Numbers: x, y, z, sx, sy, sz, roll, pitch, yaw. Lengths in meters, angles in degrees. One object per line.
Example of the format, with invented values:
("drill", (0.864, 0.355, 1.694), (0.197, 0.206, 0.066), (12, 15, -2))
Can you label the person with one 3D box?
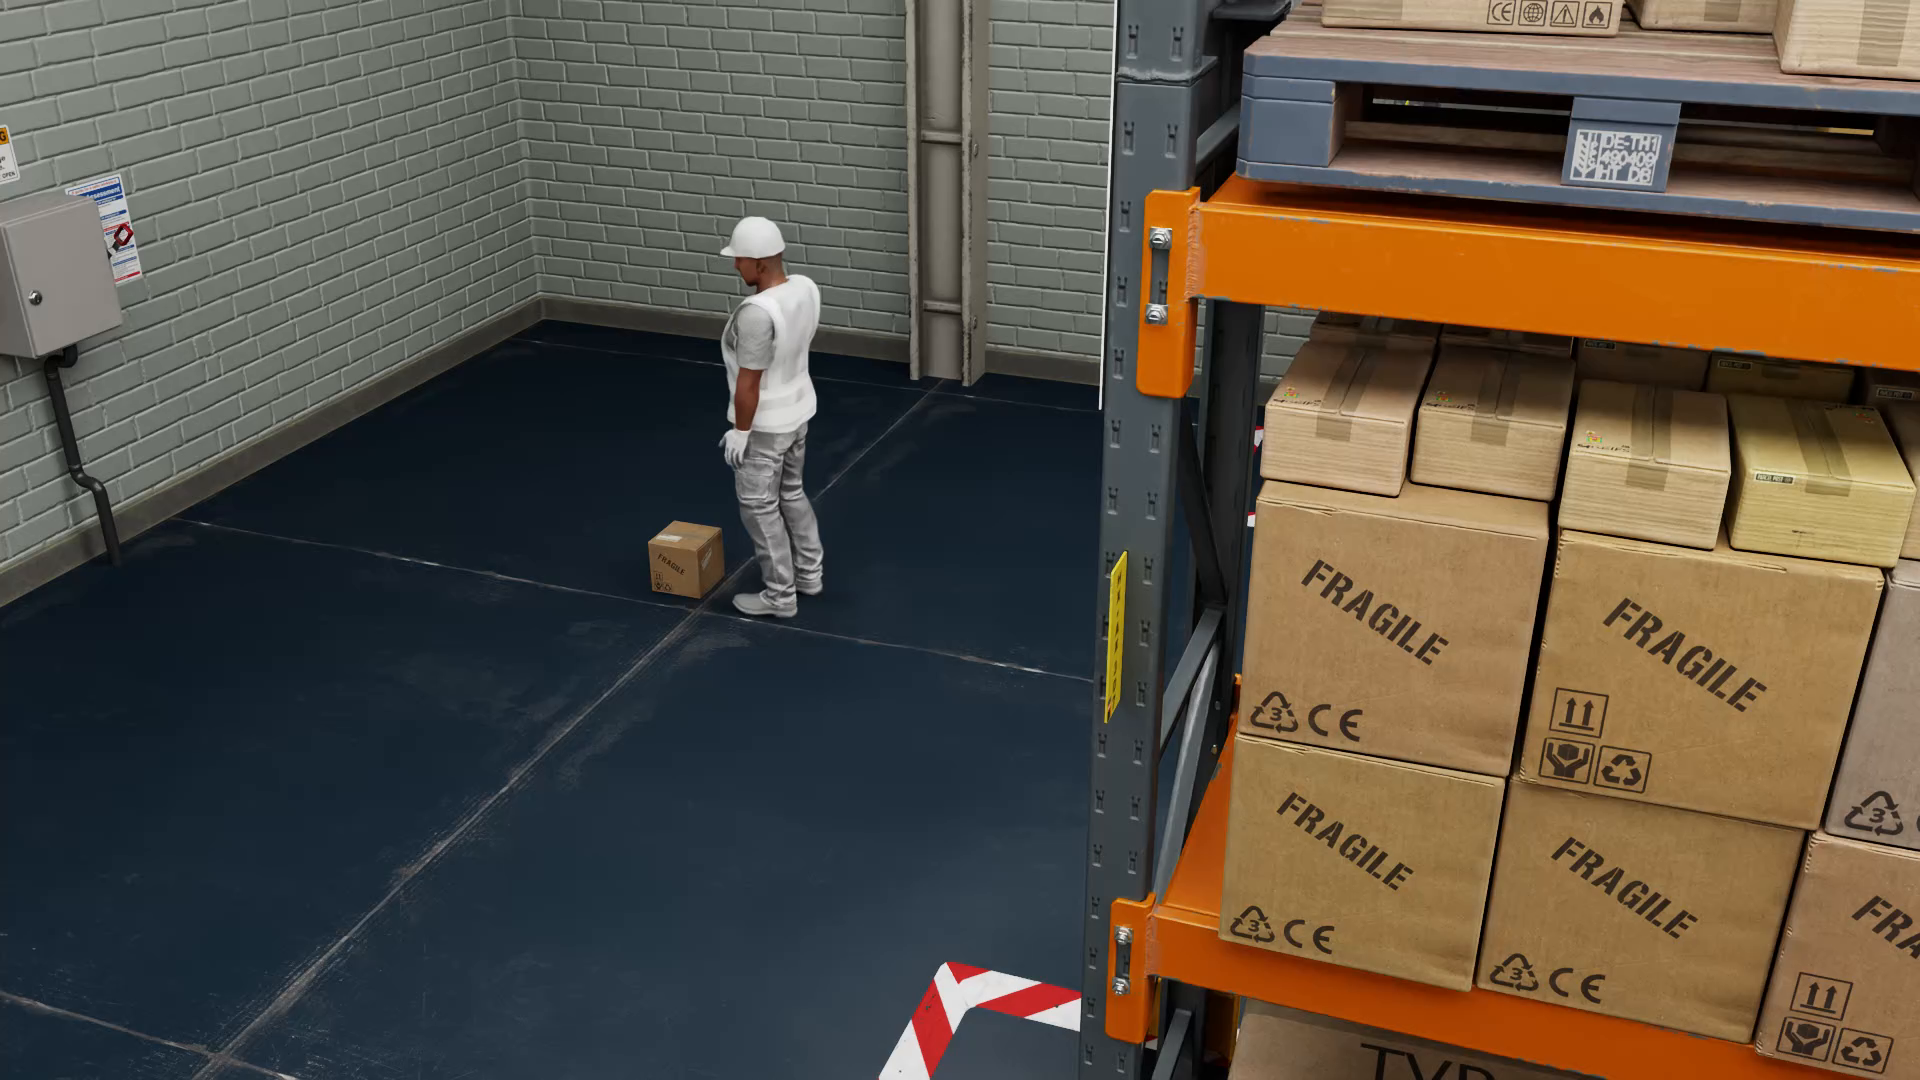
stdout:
("person", (-0.818, -0.517, 7.181), (0.360, 1.779, 0.548), (9, 27, 19))
